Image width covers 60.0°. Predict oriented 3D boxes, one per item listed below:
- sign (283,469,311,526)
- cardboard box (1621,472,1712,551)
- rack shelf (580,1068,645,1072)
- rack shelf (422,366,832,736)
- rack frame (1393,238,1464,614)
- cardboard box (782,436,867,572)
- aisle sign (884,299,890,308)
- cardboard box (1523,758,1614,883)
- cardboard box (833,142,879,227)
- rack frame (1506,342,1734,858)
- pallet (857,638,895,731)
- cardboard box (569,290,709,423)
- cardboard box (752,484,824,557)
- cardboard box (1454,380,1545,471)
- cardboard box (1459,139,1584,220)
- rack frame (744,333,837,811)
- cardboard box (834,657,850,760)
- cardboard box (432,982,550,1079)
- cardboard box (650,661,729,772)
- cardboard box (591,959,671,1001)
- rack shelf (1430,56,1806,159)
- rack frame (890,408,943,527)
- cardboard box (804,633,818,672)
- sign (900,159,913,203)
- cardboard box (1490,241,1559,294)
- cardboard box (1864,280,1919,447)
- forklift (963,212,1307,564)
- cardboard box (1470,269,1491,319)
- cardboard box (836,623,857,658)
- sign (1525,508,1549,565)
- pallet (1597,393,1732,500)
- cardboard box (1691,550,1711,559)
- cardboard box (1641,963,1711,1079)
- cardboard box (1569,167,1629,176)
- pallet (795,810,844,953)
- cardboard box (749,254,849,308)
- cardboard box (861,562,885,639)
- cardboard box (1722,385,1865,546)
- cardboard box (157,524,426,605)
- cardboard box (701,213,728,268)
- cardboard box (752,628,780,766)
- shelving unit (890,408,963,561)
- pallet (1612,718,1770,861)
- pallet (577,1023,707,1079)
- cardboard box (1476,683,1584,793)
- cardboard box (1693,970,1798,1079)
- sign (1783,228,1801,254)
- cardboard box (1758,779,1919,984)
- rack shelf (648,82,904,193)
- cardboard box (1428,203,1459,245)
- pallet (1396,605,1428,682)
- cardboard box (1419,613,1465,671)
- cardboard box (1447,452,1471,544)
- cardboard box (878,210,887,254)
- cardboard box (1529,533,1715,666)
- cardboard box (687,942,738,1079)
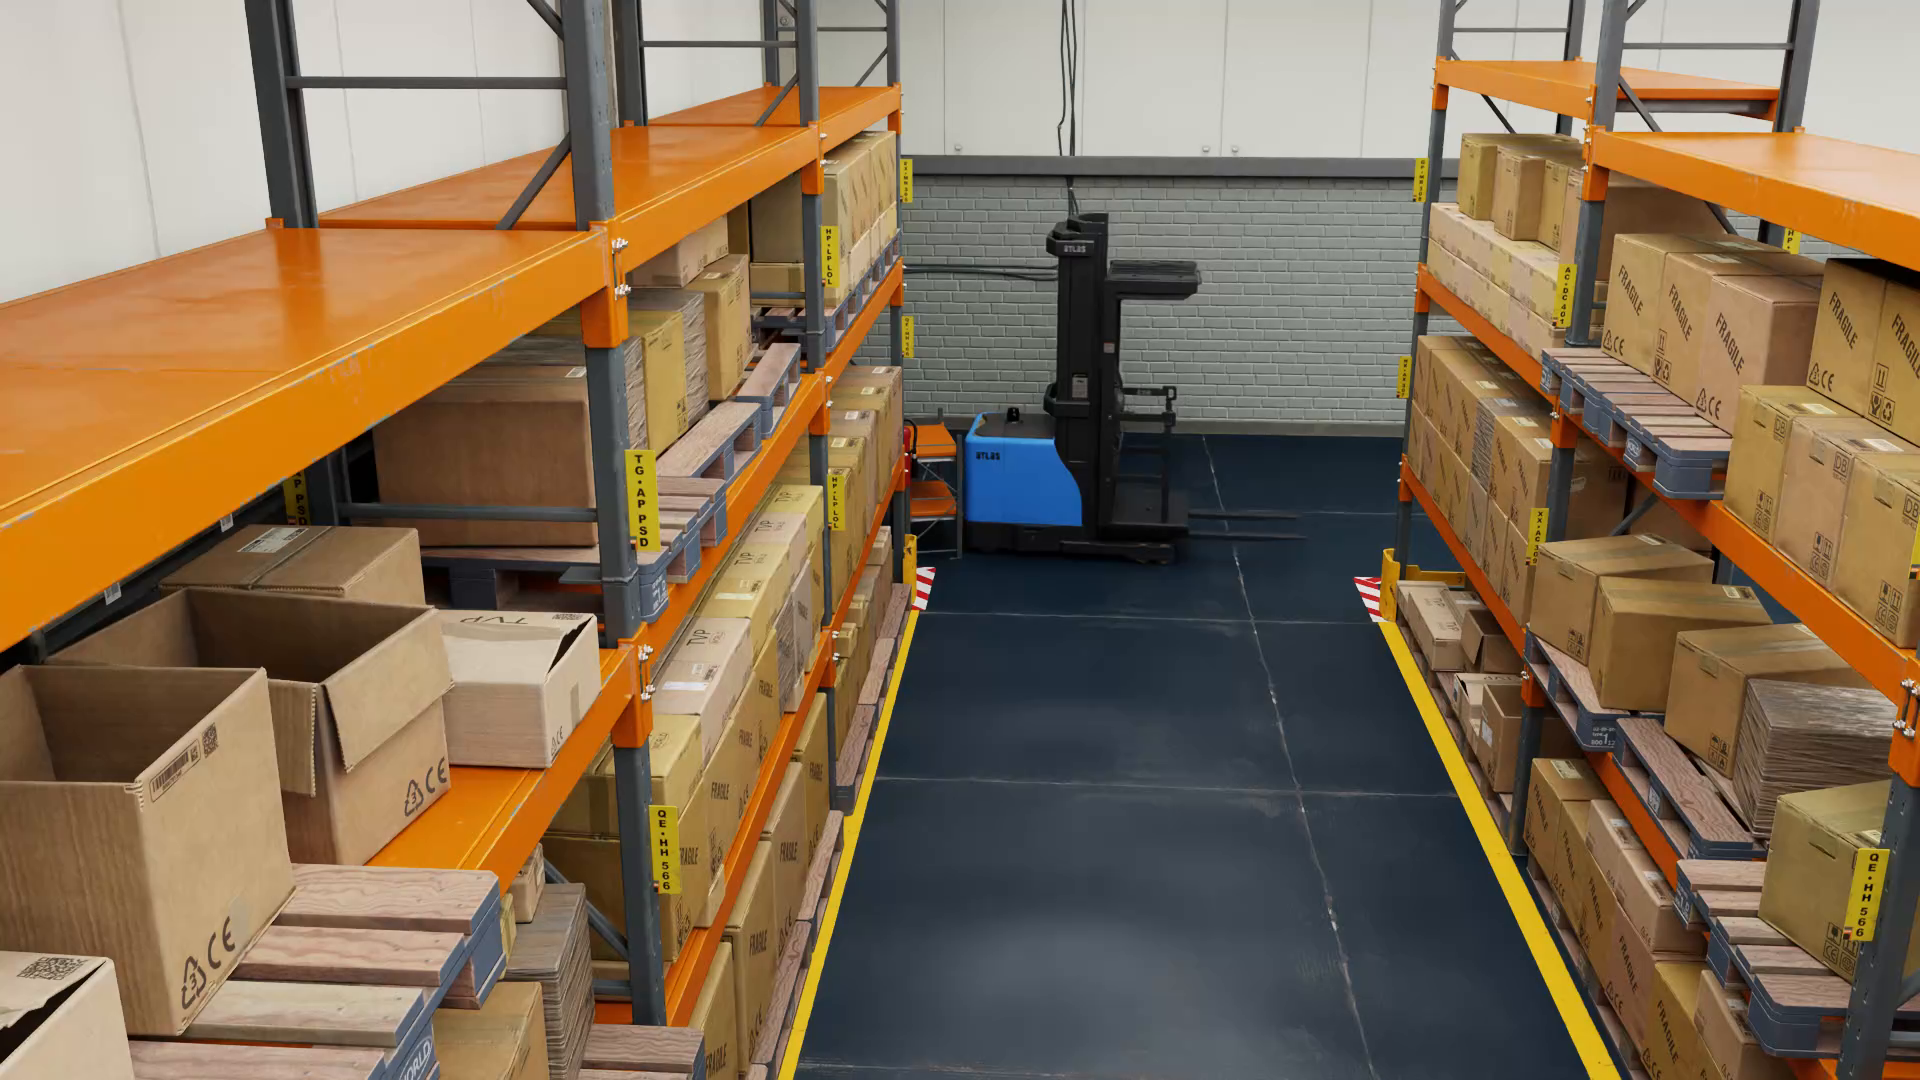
[{"bbox_3d":[-2.080,-0.186,5.226,0.100,0.325,0.005,1,18,4],"label":"sign"},{"bbox_3d":[4.015,-0.258,9.454,0.500,0.500,0.500,2,18,5],"label":"cardboard box"},{"bbox_3d":[-1.670,2.501,3.957,1.077,0.370,4.000,1,18,4],"label":"rack shelf"},{"bbox_3d":[-1.384,-0.167,7.281,1.077,0.370,4.000,1,18,4],"label":"rack shelf"},{"bbox_3d":[3.988,-0.838,12.989,1.000,3.000,0.127,1,18,4],"label":"rack frame"},{"bbox_3d":[-1.127,-0.242,10.690,0.980,0.700,0.700,1,18,3],"label":"cardboard box"},{"bbox_3d":[-0.649,-2.198,12.966,0.394,0.787,0.004,1,18,4],"label":"aisle sign"},{"bbox_3d":[3.423,1.528,9.077,0.500,0.500,0.500,0,18,1],"label":"cardboard box"},{"bbox_3d":[-0.810,-2.354,11.001,0.500,0.500,0.500,0,18,1],"label":"cardboard box"},{"bbox_3d":[3.701,0.405,9.198,1.000,3.000,0.127,1,18,4],"label":"rack frame"},{"bbox_3d":[-1.023,1.006,11.841,1.003,0.211,1.213,1,18,4],"label":"pallet"},{"bbox_3d":[-1.488,-0.787,7.152,0.700,0.500,0.500,1,18,4],"label":"cardboard box"},{"bbox_3d":[-1.019,-0.109,8.890,0.500,0.250,0.500,2,18,5],"label":"cardboard box"},{"bbox_3d":[3.587,-0.753,10.964,0.500,0.500,0.500,1,18,3],"label":"cardboard box"},{"bbox_3d":[3.847,-2.472,11.395,0.700,0.500,0.500,1,18,4],"label":"cardboard box"},{"bbox_3d":[-1.240,0.295,9.532,1.000,3.000,0.127,1,18,4],"label":"rack frame"},{"bbox_3d":[-1.084,1.054,10.557,0.700,0.500,0.500,2,18,5],"label":"cardboard box"},{"bbox_3d":[-1.564,1.601,4.679,0.700,0.500,0.500,0,18,-1],"label":"cardboard box"},{"bbox_3d":[-1.200,0.681,6.481,0.500,0.250,0.500,1,18,3],"label":"cardboard box"},{"bbox_3d":[-1.273,1.550,6.073,0.380,0.149,0.250,1,18,3],"label":"cardboard box"},{"bbox_3d":[3.844,-2.724,10.272,1.077,0.370,4.000,1,18,4],"label":"rack shelf"},{"bbox_3d":[-0.407,-0.672,15.494,0.500,1.125,0.032,-3,18,-9],"label":"rack frame"},{"bbox_3d":[-0.977,0.595,8.987,0.380,0.149,0.250,2,18,5],"label":"cardboard box"},{"bbox_3d":[-0.413,-2.739,12.680,0.100,0.325,0.005,1,18,4],"label":"sign"},{"bbox_3d":[3.542,-1.655,10.103,0.500,0.250,0.500,1,18,4],"label":"cardboard box"},{"bbox_3d":[3.488,-0.595,5.665,0.500,0.500,0.500,1,18,4],"label":"cardboard box"},{"bbox_3d":[1.585,-1.361,14.697,3.031,2.935,1.130,2,18,7],"label":"forklift"},{"bbox_3d":[3.585,-1.572,10.654,0.500,0.250,0.500,1,18,4],"label":"cardboard box"},{"bbox_3d":[-0.878,0.643,10.769,0.380,0.149,0.250,2,18,6],"label":"cardboard box"},{"bbox_3d":[3.159,-0.016,9.093,0.100,0.325,0.005,1,18,4],"label":"sign"},{"bbox_3d":[3.513,-0.408,7.163,1.213,0.211,1.003,1,18,4],"label":"pallet"},{"bbox_3d":[4.009,0.205,9.647,0.500,0.500,0.500,2,18,5],"label":"cardboard box"},{"bbox_3d":[3.284,2.169,7.120,0.500,0.500,0.500,1,18,2],"label":"cardboard box"},{"bbox_3d":[3.875,-1.847,9.487,0.700,0.500,0.500,1,18,4],"label":"cardboard box"},{"bbox_3d":[-1.220,1.862,9.230,1.003,0.211,1.213,1,18,4],"label":"pallet"},{"bbox_3d":[-0.928,-1.515,9.644,0.500,0.250,0.500,1,18,4],"label":"cardboard box"},{"bbox_3d":[-0.940,0.416,12.502,0.700,0.500,0.500,1,18,4],"label":"cardboard box"},{"bbox_3d":[3.486,-0.282,6.316,0.910,0.500,0.500,1,18,4],"label":"cardboard box"},{"bbox_3d":[-1.808,0.274,4.588,0.500,0.500,0.500,1,18,4],"label":"cardboard box"},{"bbox_3d":[-1.434,-1.473,8.039,0.500,0.250,0.500,3,18,8],"label":"cardboard box"},{"bbox_3d":[-1.124,0.716,7.579,0.500,0.500,0.500,2,18,5],"label":"cardboard box"},{"bbox_3d":[-0.320,-0.516,15.018,0.538,1.125,1.048,-3,18,-9],"label":"shelving unit"},{"bbox_3d":[3.549,1.134,7.280,1.003,0.211,1.213,1,18,4],"label":"pallet"},{"bbox_3d":[-1.472,1.852,5.088,1.213,0.211,1.003,1,18,4],"label":"pallet"},{"bbox_3d":[3.459,1.200,10.078,0.500,0.500,0.500,1,18,4],"label":"cardboard box"},{"bbox_3d":[3.247,1.956,6.567,0.500,0.250,0.500,2,18,6],"label":"cardboard box"},{"bbox_3d":[4.255,-1.442,8.555,0.100,0.325,0.005,1,18,4],"label":"sign"},{"bbox_3d":[3.347,1.202,5.930,0.700,0.500,0.500,-5,19,-15],"label":"cardboard box"},{"bbox_3d":[-1.097,-2.645,10.668,1.077,0.370,4.000,1,18,4],"label":"rack shelf"},{"bbox_3d":[3.691,-2.276,11.998,0.500,0.250,0.500,1,18,4],"label":"cardboard box"},{"bbox_3d":[3.926,0.759,12.596,1.003,0.211,1.213,1,18,4],"label":"pallet"},{"bbox_3d":[3.594,0.733,11.905,0.500,0.250,0.500,1,18,4],"label":"cardboard box"},{"bbox_3d":[3.585,-0.282,11.132,0.500,0.500,0.500,2,18,5],"label":"cardboard box"},{"bbox_3d":[-0.777,-2.153,11.593,0.500,0.250,0.500,1,18,2],"label":"cardboard box"},{"bbox_3d":[3.444,0.300,8.683,0.700,0.500,0.500,-5,19,-15],"label":"cardboard box"},{"bbox_3d":[-1.344,2.134,6.698,0.750,0.750,0.750,1,18,3],"label":"cardboard box"}]
